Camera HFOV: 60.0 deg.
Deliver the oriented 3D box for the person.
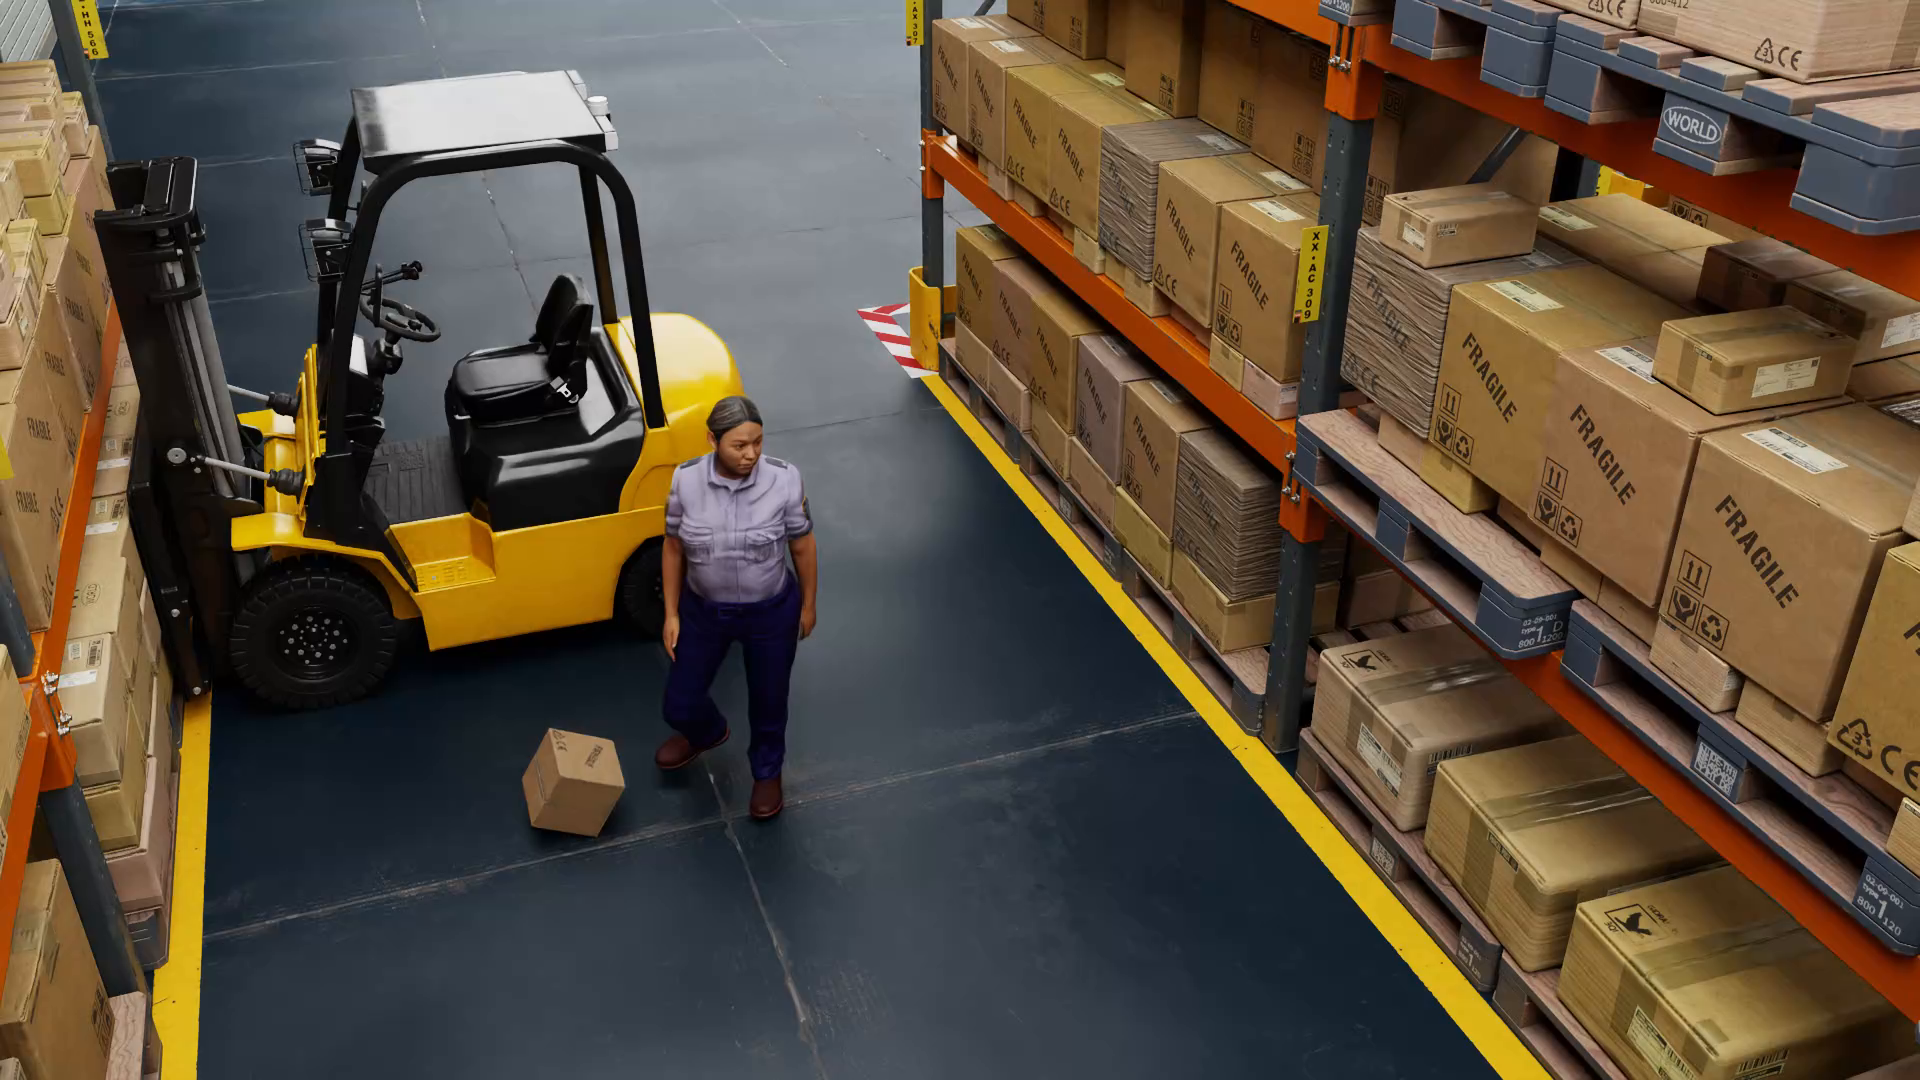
[{"bbox_3d":[-0.813,0.229,5.726,0.663,1.631,0.461,1,30,2],"label":"person"}]
